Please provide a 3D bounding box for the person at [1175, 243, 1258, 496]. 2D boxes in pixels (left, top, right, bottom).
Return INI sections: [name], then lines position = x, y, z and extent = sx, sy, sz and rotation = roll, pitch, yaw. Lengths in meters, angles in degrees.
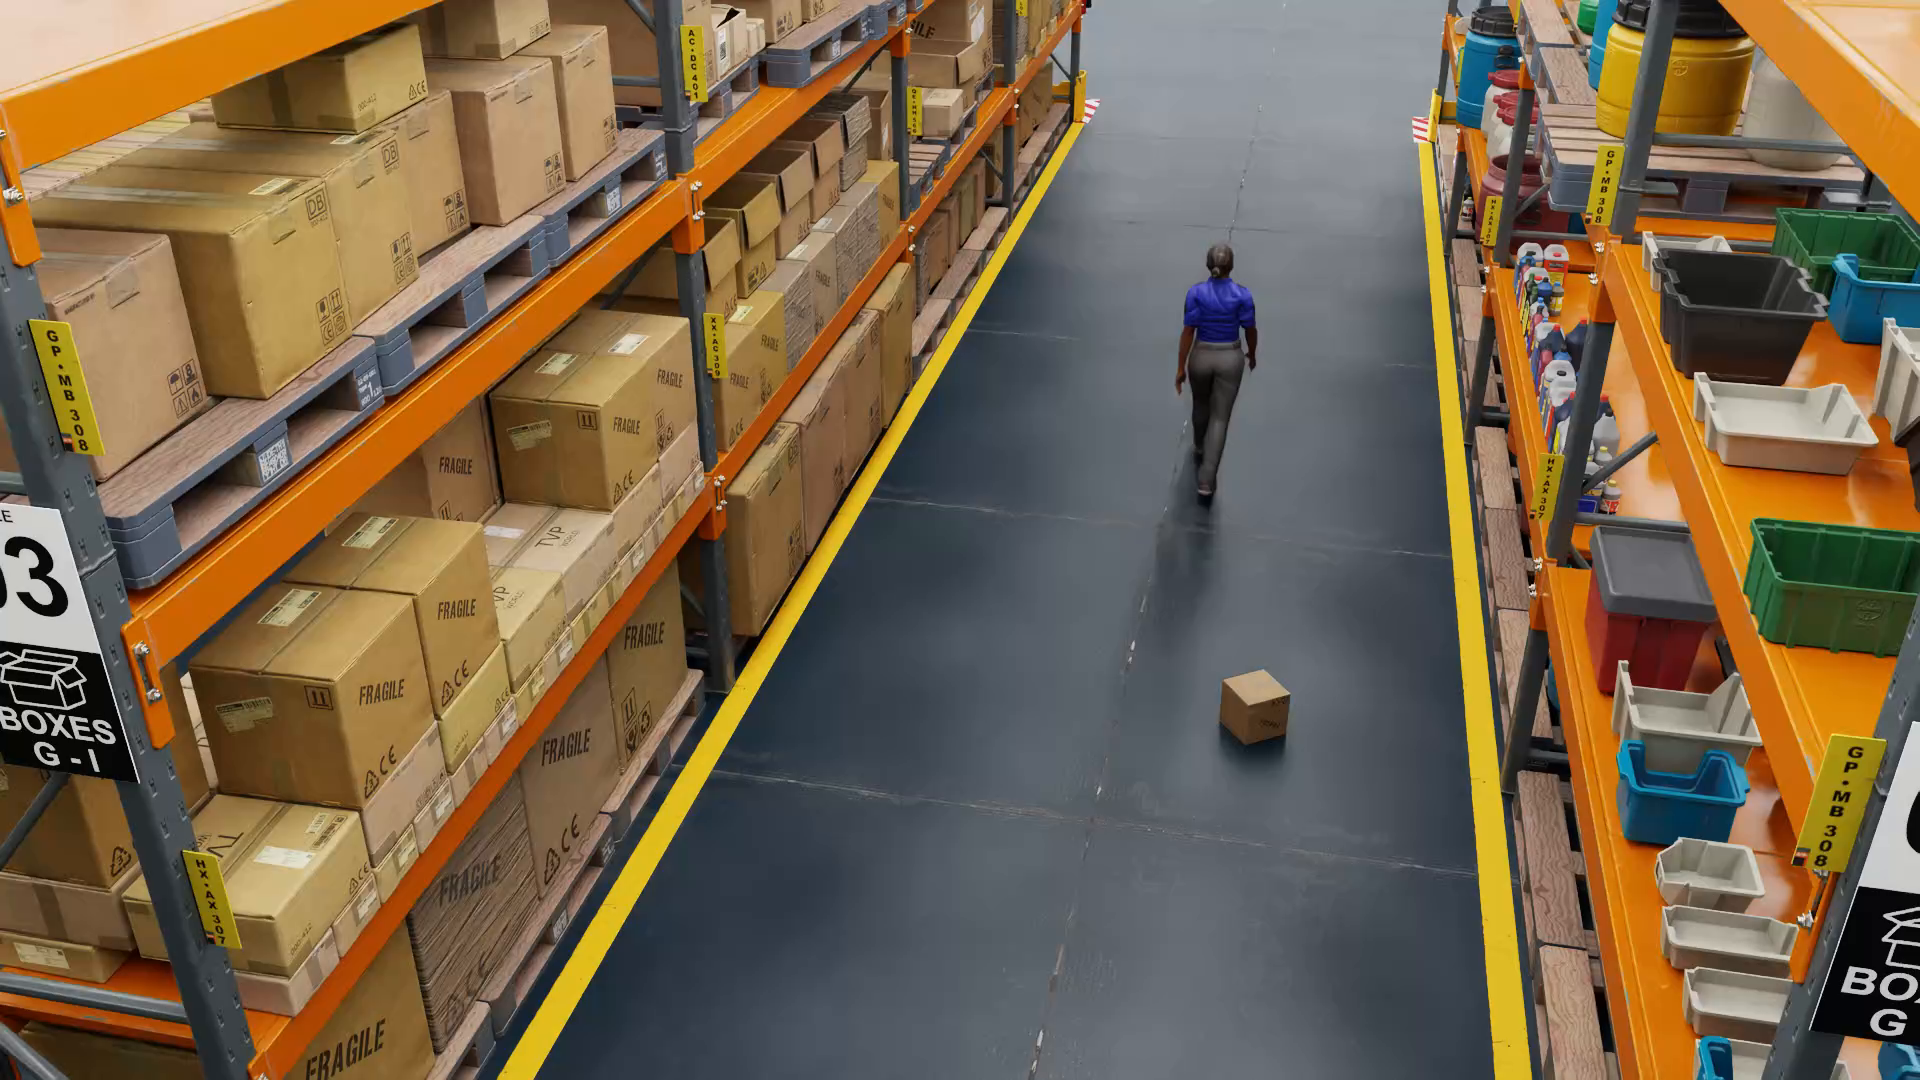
[person]
position = 1.664, -1.169, 10.716
extent = 0.473, 1.595, 0.989
rotation = 8, 30, 14
